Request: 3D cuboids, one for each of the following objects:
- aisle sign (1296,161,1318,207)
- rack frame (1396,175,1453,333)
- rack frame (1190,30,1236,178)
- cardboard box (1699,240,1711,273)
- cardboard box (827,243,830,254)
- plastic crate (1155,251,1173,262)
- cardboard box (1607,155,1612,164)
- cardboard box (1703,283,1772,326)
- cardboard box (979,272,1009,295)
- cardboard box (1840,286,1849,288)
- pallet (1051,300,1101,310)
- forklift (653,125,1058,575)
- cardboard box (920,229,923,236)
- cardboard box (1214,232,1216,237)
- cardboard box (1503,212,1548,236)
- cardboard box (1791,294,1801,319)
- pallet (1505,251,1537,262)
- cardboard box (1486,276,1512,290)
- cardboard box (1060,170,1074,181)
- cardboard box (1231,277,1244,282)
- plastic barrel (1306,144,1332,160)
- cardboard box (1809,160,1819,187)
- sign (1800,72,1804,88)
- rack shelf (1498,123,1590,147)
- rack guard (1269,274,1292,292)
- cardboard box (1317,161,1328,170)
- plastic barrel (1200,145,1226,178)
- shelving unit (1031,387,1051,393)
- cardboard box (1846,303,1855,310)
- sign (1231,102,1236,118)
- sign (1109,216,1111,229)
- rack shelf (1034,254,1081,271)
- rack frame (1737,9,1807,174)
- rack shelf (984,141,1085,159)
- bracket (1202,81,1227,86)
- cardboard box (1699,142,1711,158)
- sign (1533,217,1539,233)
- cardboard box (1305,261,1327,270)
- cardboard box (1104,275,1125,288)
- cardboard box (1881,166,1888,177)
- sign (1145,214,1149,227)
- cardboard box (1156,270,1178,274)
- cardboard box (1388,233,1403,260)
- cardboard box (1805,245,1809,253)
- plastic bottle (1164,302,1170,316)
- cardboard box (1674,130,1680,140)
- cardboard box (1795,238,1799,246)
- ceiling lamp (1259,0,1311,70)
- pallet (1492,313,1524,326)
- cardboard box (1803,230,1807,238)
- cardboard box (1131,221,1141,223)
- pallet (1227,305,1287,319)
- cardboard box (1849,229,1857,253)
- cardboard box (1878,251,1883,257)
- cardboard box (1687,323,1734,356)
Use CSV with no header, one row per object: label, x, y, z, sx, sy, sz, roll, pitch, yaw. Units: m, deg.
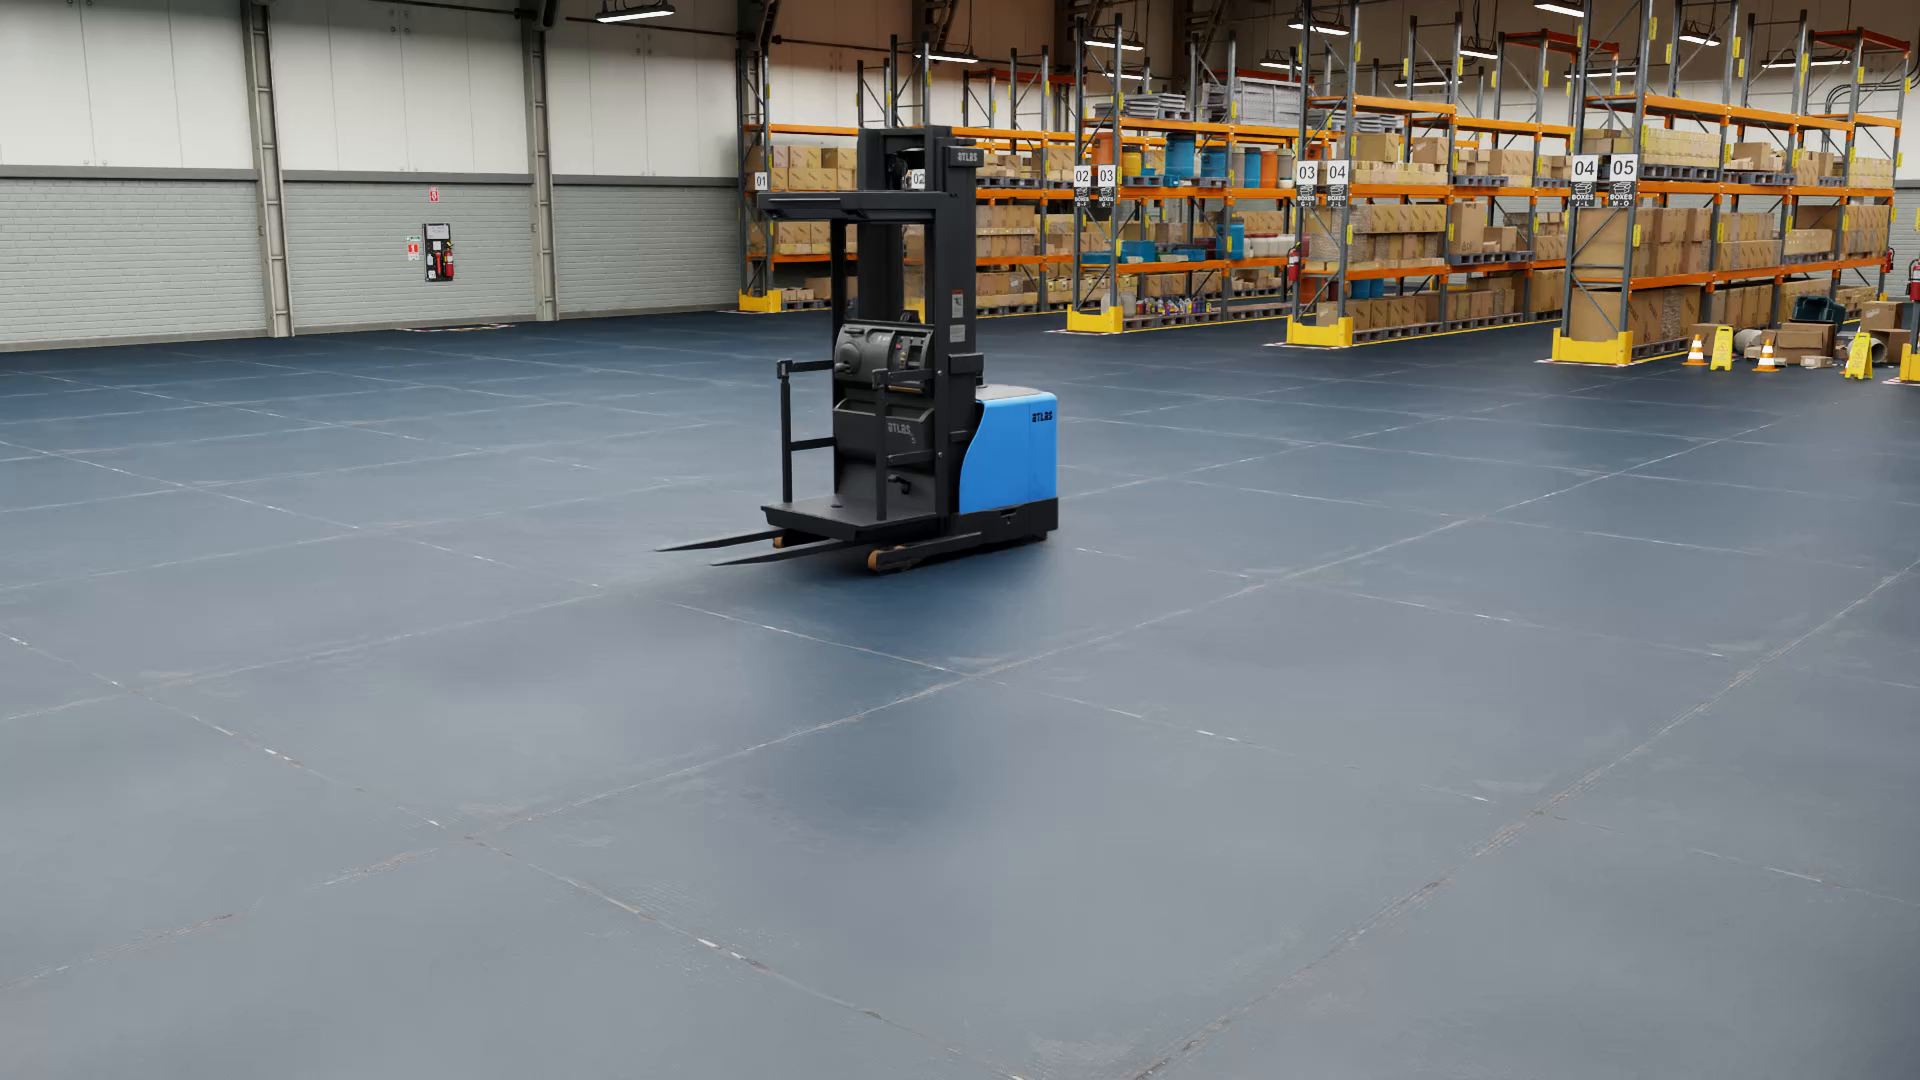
aisle sign,6.112,-6.272,29.320,0.394,0.787,0.004,10,15,40
rack frame,9.018,-5.556,32.372,1.000,3.000,0.127,10,15,40
rack frame,5.298,-9.139,34.991,1.000,3.000,0.127,10,15,40
cardboard box,12.443,-4.918,28.793,0.875,0.550,0.550,10,15,40
cardboard box,-3.216,-7.083,40.346,0.500,0.250,0.500,10,15,41
plastic crate,4.190,-5.930,34.782,0.450,0.188,0.662,10,15,40
cardboard box,10.169,-6.044,26.470,0.380,0.149,0.250,10,15,41
cardboard box,14.848,-4.514,31.822,1.050,0.750,0.750,10,15,40
cardboard box,0.772,-5.820,37.728,0.500,0.500,0.500,10,15,40
cardboard box,19.906,-5.676,37.659,0.380,0.149,0.250,10,15,41
pallet,2.842,-5.764,40.531,1.003,0.211,1.213,10,15,40
forklift,-0.680,-1.320,11.336,3.031,2.935,1.130,-11,16,-44
cardboard box,-0.640,-6.646,35.917,0.380,0.149,0.250,10,15,40
cardboard box,6.998,-8.171,45.205,0.500,0.500,0.500,10,15,41
cardboard box,12.154,-6.791,35.739,0.797,0.503,0.637,10,15,42
cardboard box,16.306,-4.614,32.966,0.500,0.500,0.500,10,15,41
pallet,11.269,-5.932,34.743,1.213,0.211,1.003,10,15,40
cardboard box,11.239,-5.400,34.934,0.500,0.250,0.500,11,15,43
cardboard box,2.354,-8.612,39.321,0.500,0.250,0.500,8,14,35
cardboard box,7.519,-7.143,46.056,0.500,0.311,0.500,10,15,40
plastic barrel,8.315,-8.756,38.564,0.600,0.830,0.708,10,15,40
cardboard box,16.546,-7.207,32.723,0.500,0.500,0.500,10,15,40
sign,17.563,-9.589,34.658,0.100,0.325,0.005,10,15,40
rack shelf,12.979,-8.832,36.314,1.077,0.370,4.000,10,15,40
rack guard,9.451,-7.366,47.816,1.175,0.500,0.348,10,15,40
cardboard box,6.327,-6.642,29.514,0.380,0.149,0.250,10,15,40
plastic barrel,5.471,-8.016,35.750,0.600,0.901,0.708,10,15,40
shelving unit,0.527,-0.616,12.617,0.252,1.050,0.215,-11,16,-43
cardboard box,19.266,-5.093,36.260,0.380,0.149,0.250,9,15,39
sign,5.704,-8.963,34.647,0.100,0.325,0.005,10,15,40
sign,3.806,-8.024,41.973,0.100,0.325,0.005,10,15,40
rack shelf,2.900,-6.779,40.331,1.077,0.370,4.000,10,15,40
rack frame,15.318,-8.431,31.446,1.000,3.000,0.127,10,15,40
rack shelf,1.817,-10.753,45.933,1.077,0.370,4.000,10,15,40
bracket,8.625,-14.736,53.826,0.076,0.066,3.189,10,15,40
cardboard box,12.211,-6.518,27.827,0.500,0.250,0.500,10,15,40
sign,12.073,-6.605,34.869,0.100,0.325,0.005,10,15,40
cardboard box,6.411,-4.913,29.794,0.380,0.149,0.250,10,15,40
cardboard box,3.721,-6.373,40.975,0.500,0.311,0.500,9,15,39
cardboard box,20.149,-8.132,36.717,0.500,0.250,0.500,9,15,39
sign,4.639,-7.923,41.264,0.100,0.325,0.005,10,15,40
cardboard box,5.367,-7.112,43.504,0.500,0.250,0.500,9,15,39
cardboard box,7.703,-5.469,30.921,0.875,0.500,0.500,10,15,40
cardboard box,16.811,-5.845,33.385,0.380,0.149,0.250,9,14,39
plastic bottle,4.252,-4.749,34.143,0.061,0.283,0.133,10,15,41
cardboard box,11.336,-6.500,26.718,0.380,0.149,0.250,10,15,40
cardboard box,16.305,-5.880,32.800,0.380,0.149,0.250,10,15,41
ceiling lamp,8.337,-13.346,41.154,0.800,3.185,2.000,10,15,40
pallet,11.142,-4.663,35.017,1.003,0.211,1.213,10,15,40
cardboard box,16.635,-6.100,33.143,0.380,0.149,0.250,10,15,42
cardboard box,4.976,-9.205,49.876,0.980,0.700,0.700,10,15,40
pallet,6.592,-5.130,37.358,1.003,0.211,1.213,10,15,40
cardboard box,18.796,-6.386,35.512,0.500,0.500,0.500,10,15,40
cardboard box,20.596,-6.458,37.528,0.380,0.149,0.250,10,15,40
cardboard box,12.424,-3.315,27.524,0.500,0.500,0.500,-9,14,-38
